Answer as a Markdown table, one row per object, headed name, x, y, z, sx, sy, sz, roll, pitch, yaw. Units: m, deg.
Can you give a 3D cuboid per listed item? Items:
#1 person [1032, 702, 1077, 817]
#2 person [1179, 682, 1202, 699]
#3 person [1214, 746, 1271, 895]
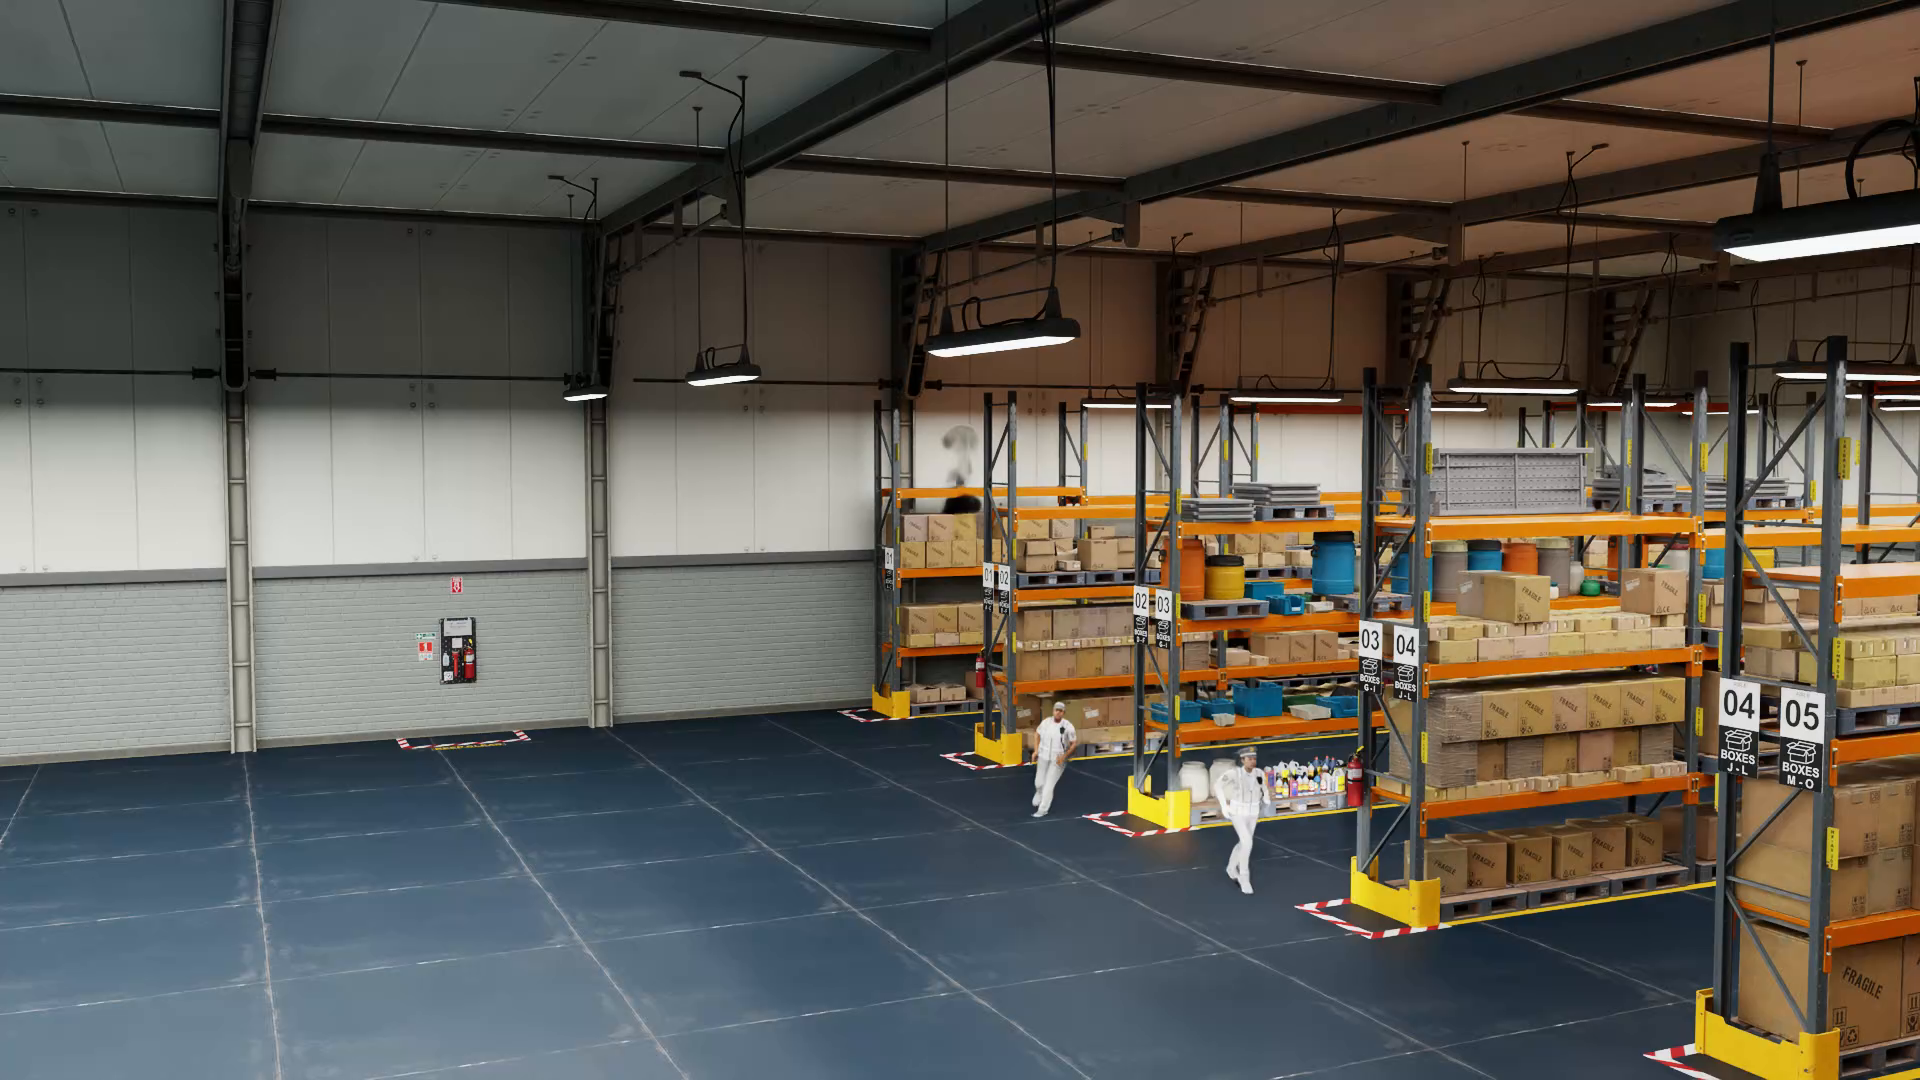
| name | x | y | z | sx | sy | sz | roll | pitch | yaw |
| --- | --- | --- | --- | --- | --- | --- | --- | --- | --- |
| person | 1.284 | 3.034 | 22.956 | 0.645 | 1.595 | 0.512 | 1 | 3 | 15 |
| person | 4.180 | 2.463 | 31.598 | 0.880 | 1.765 | 0.711 | -2 | 4 | -31 |
| person | 3.302 | 3.217 | 19.296 | 0.605 | 1.714 | 0.797 | -1 | 4 | -21 |
